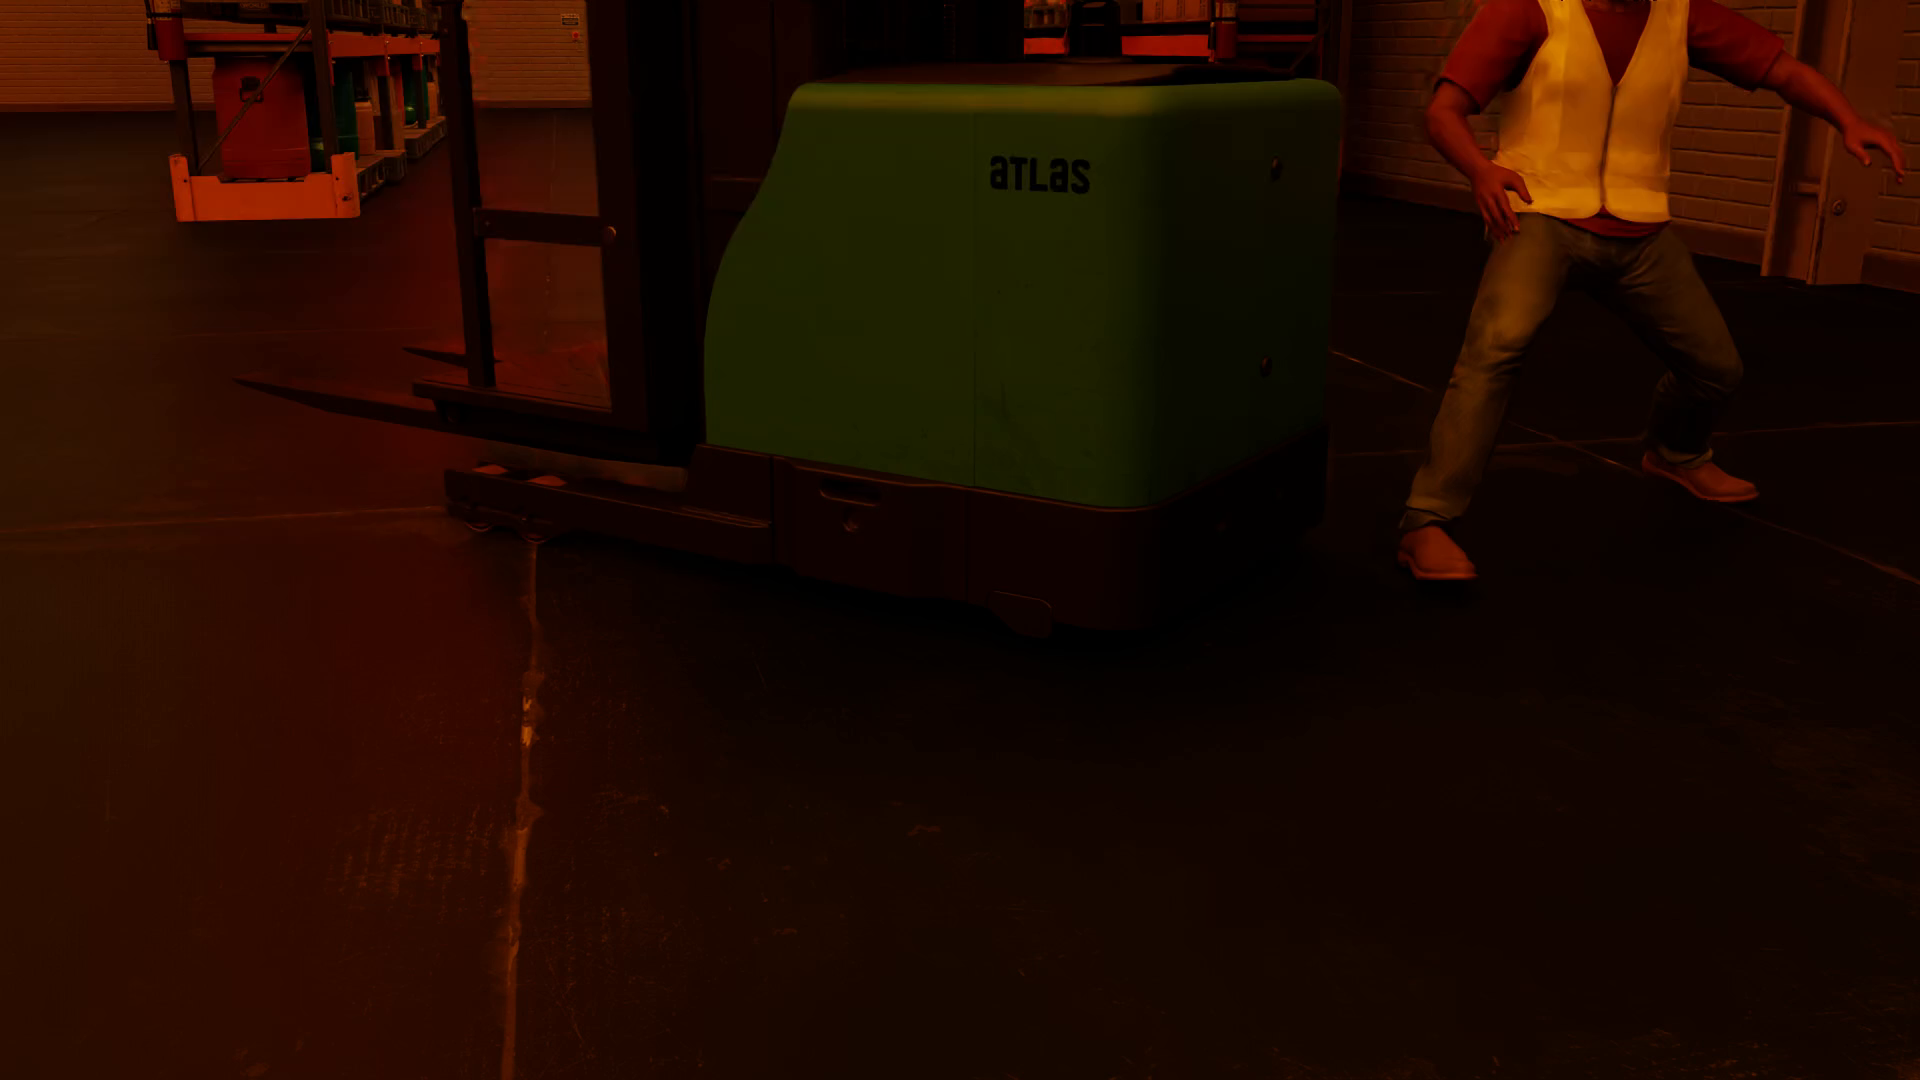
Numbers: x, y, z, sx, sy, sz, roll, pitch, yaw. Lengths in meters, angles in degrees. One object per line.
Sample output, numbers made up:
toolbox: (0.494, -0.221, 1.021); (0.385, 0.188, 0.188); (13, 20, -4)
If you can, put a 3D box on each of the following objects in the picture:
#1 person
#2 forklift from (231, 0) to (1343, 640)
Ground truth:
person: (1.536, -0.756, 3.827); (1.123, 1.572, 1.003); (-1, 17, -3)
forklift: (-0.658, -1.508, 3.945); (3.031, 2.935, 1.130); (10, 19, 31)
